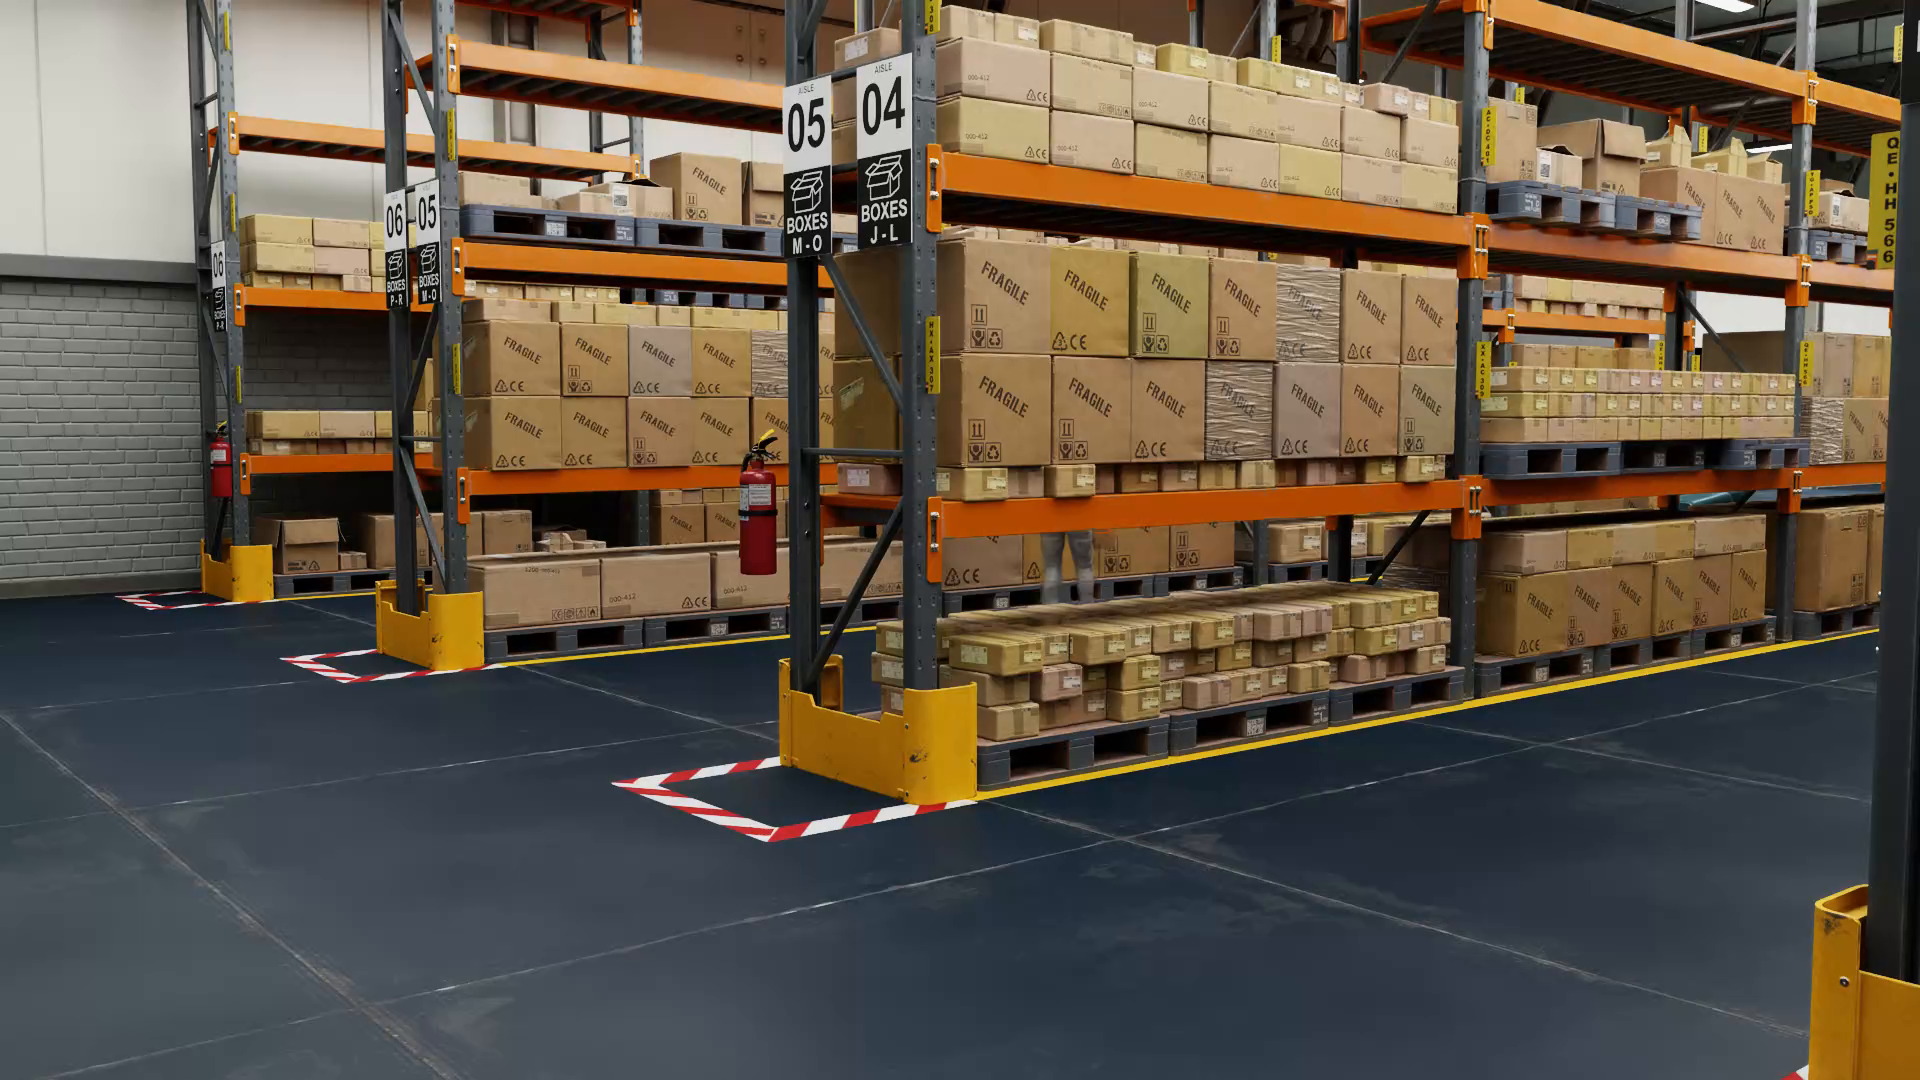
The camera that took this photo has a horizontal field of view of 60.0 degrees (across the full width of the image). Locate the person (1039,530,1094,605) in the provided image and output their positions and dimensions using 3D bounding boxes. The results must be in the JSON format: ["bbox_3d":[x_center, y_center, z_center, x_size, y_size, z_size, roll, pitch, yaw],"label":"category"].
[{"bbox_3d":[0.850,-0.134,12.846,0.565,1.676,0.460,0,4,0],"label":"person"}]
